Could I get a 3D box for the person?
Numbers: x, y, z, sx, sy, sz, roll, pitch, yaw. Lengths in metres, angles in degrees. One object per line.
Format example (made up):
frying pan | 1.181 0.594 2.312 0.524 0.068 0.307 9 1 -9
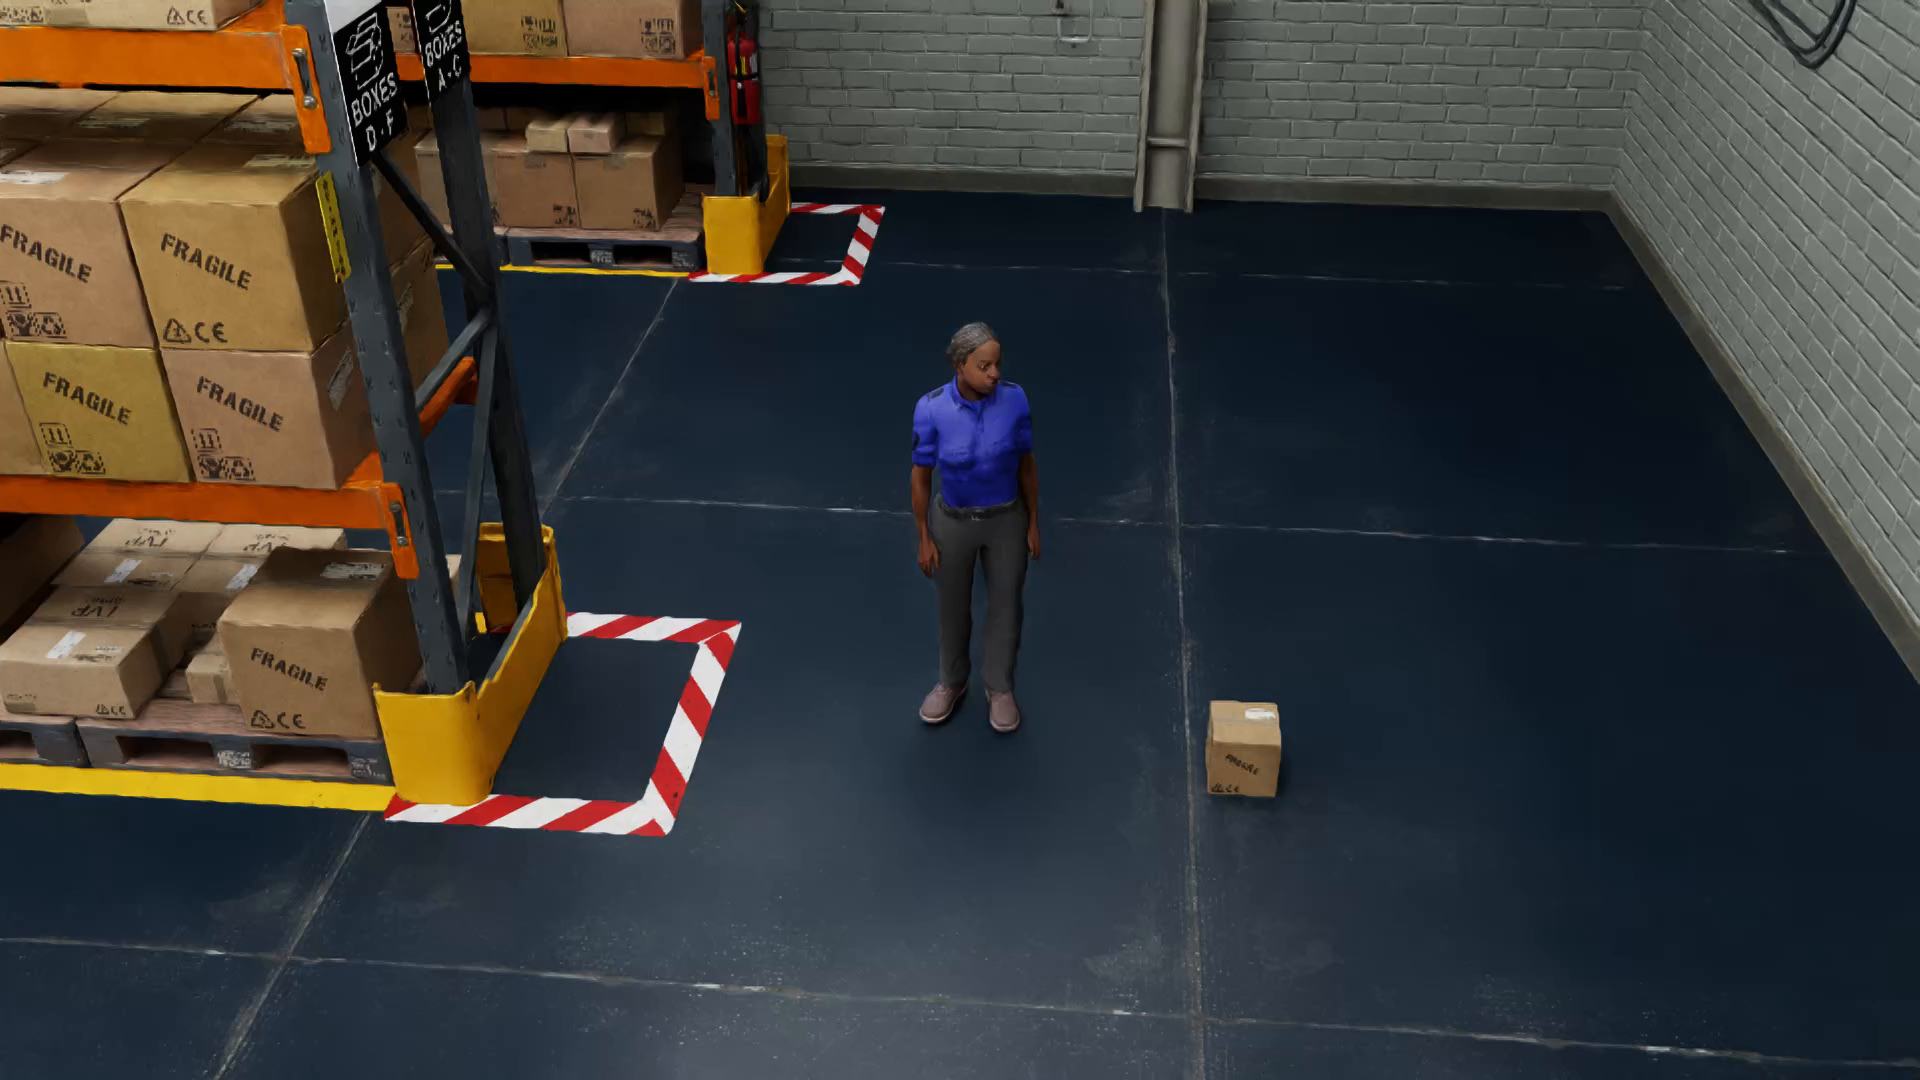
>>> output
person | 0.065 -0.032 6.150 0.490 1.668 0.371 -5 32 -8
